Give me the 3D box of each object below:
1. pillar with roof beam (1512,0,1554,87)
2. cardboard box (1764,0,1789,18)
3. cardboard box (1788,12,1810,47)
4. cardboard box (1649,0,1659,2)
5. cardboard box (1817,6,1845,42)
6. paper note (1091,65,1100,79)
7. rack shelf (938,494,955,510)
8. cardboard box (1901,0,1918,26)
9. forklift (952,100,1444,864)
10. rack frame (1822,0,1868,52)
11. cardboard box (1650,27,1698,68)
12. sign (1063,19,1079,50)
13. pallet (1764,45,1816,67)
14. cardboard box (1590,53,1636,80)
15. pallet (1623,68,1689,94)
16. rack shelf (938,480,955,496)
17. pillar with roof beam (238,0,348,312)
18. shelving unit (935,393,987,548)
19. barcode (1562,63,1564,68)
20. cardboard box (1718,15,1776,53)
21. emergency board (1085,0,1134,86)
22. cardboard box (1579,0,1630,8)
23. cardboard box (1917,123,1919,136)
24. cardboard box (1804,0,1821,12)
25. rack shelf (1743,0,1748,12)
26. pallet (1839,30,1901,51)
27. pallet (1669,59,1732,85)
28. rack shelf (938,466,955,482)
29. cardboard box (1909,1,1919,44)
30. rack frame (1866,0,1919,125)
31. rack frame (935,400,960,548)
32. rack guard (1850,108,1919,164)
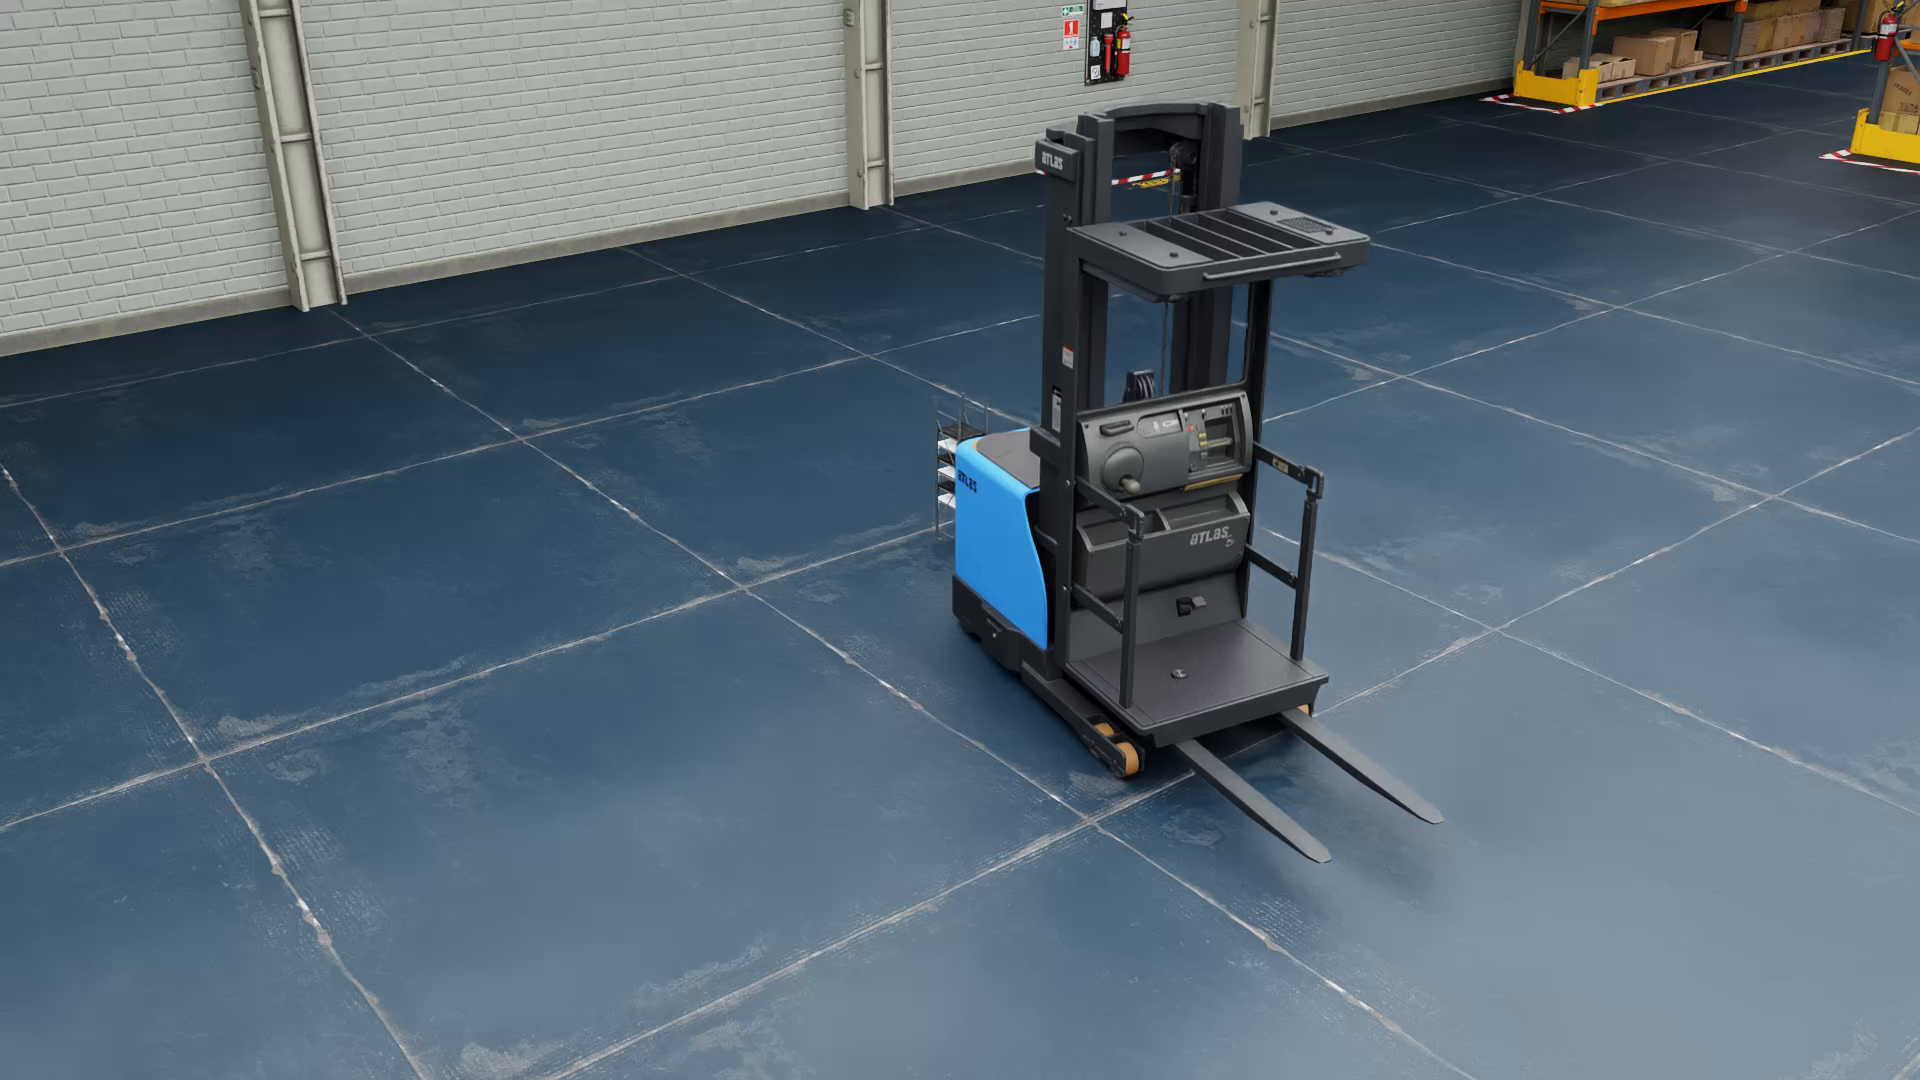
[{"bbox_3d":[11.132,-9.431,19.881,0.400,9.000,9.100,-18,31,-34],"label":"pillar with roof beam"},{"bbox_3d":[12.927,-8.561,26.689,0.500,0.250,0.500,-19,31,-35],"label":"cardboard box"},{"bbox_3d":[13.369,-8.373,27.175,0.500,0.500,0.700,-18,31,-34],"label":"cardboard box"},{"bbox_3d":[9.843,-7.900,23.864,0.500,0.250,0.500,-19,31,-35],"label":"cardboard box"},{"bbox_3d":[14.220,-8.607,27.679,0.500,0.500,0.700,-18,30,-33],"label":"cardboard box"},{"bbox_3d":[1.604,-5.525,19.639,0.142,0.148,0.016,-18,31,-34],"label":"paper note"},{"bbox_3d":[0.006,-0.217,10.155,0.200,0.077,0.258,-18,31,-34],"label":"rack shelf"},{"bbox_3d":[16.107,-9.334,28.854,0.750,0.750,0.750,-18,31,-34],"label":"cardboard box"},{"bbox_3d":[1.085,-0.426,7.685,1.130,2.935,3.031,-12,28,-25],"label":"forklift"},{"bbox_3d":[14.754,-9.746,27.686,0.127,3.000,1.000,-18,31,-34],"label":"rack frame"},{"bbox_3d":[10.814,-7.489,25.271,0.500,0.500,0.500,-21,32,-38],"label":"cardboard box"},{"bbox_3d":[1.287,-5.855,19.260,0.234,0.329,0.001,-18,31,-34],"label":"sign"},{"bbox_3d":[13.179,-7.963,27.157,1.213,0.211,1.003,-18,31,-34],"label":"pallet"},{"bbox_3d":[9.507,-6.945,24.324,0.500,0.311,0.500,-15,29,-30],"label":"cardboard box"},{"bbox_3d":[10.139,-6.937,24.946,1.213,0.211,1.003,-18,31,-34],"label":"pallet"},{"bbox_3d":[0.006,-0.298,10.117,0.200,0.077,0.258,-18,31,-34],"label":"rack shelf"},{"bbox_3d":[-3.032,-4.755,9.807,0.400,9.000,9.100,-18,31,-34],"label":"pillar with roof beam"},{"bbox_3d":[0.006,-0.410,10.065,0.210,0.900,0.258,-18,31,-34],"label":"shelving unit"},{"bbox_3d":[8.826,-6.939,24.298,0.075,0.075,0.001,-18,31,-34],"label":"barcode"},{"bbox_3d":[12.551,-8.120,26.629,0.500,0.500,0.700,-19,31,-35],"label":"cardboard box"},{"bbox_3d":[1.786,-5.948,19.503,0.643,1.169,0.194,-18,31,-34],"label":"emergency board"},{"bbox_3d":[9.039,-7.630,23.282,0.500,0.250,0.500,-19,31,-35],"label":"cardboard box"},{"bbox_3d":[12.078,-5.036,20.306,0.500,0.250,0.500,-18,31,-34],"label":"cardboard box"},{"bbox_3d":[13.732,-8.820,27.247,0.500,0.250,0.500,-18,30,-33],"label":"cardboard box"},{"bbox_3d":[13.180,-8.900,26.718,4.000,0.370,1.077,-18,31,-34],"label":"rack shelf"},{"bbox_3d":[15.421,-8.661,28.660,1.213,0.211,1.003,-18,31,-34],"label":"pallet"},{"bbox_3d":[11.100,-7.256,25.633,1.213,0.211,1.003,-18,31,-34],"label":"pallet"},{"bbox_3d":[0.006,-0.380,10.079,0.200,0.077,0.258,-18,31,-34],"label":"rack shelf"},{"bbox_3d":[11.894,-6.190,19.905,0.500,0.500,0.700,-18,31,-34],"label":"cardboard box"},{"bbox_3d":[11.518,-6.027,19.674,0.127,3.000,1.000,-18,31,-34],"label":"rack frame"},{"bbox_3d":[-0.074,-0.384,10.008,0.006,0.900,0.240,-18,31,-34],"label":"rack frame"},{"bbox_3d":[11.499,-4.887,20.187,0.348,0.500,1.175,-18,31,-34],"label":"rack guard"}]
